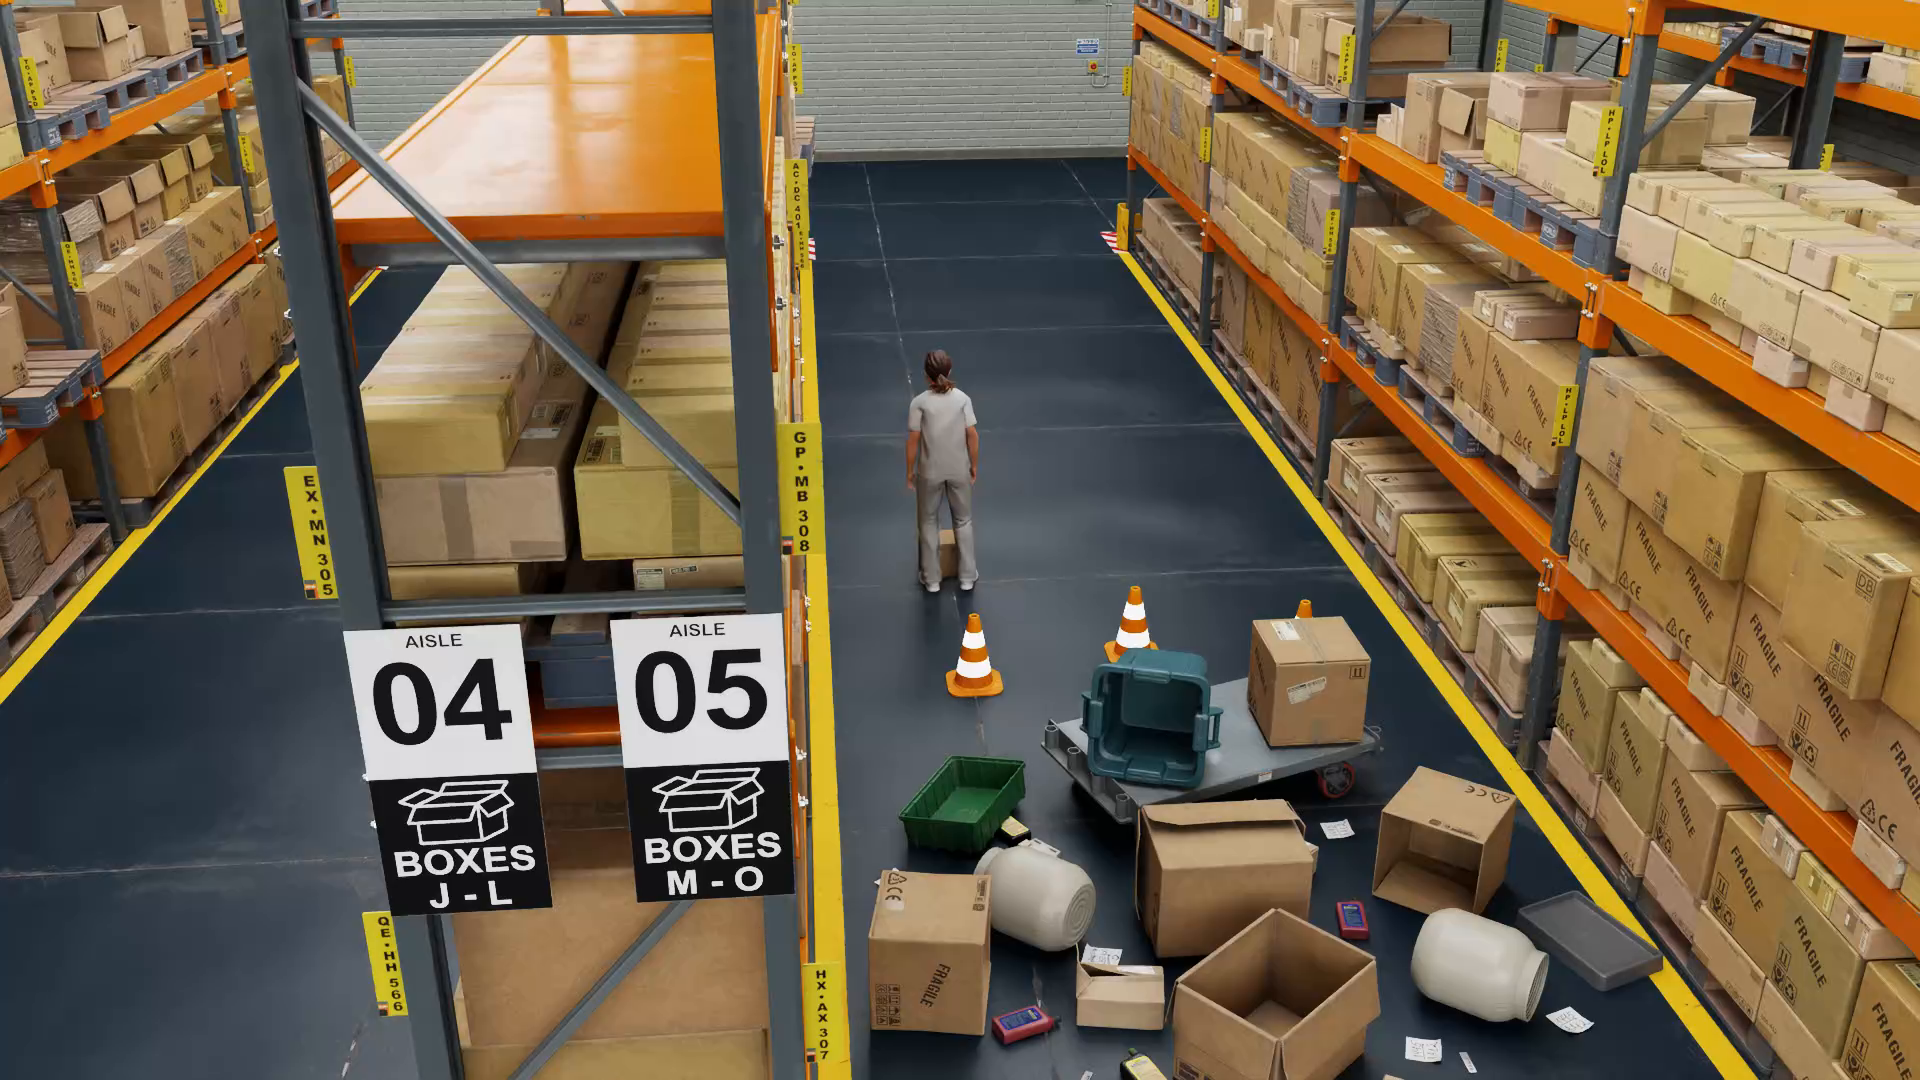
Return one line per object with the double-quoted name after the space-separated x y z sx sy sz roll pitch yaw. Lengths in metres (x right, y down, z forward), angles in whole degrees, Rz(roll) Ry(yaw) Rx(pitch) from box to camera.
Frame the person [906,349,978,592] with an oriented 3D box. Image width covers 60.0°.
-0.110 -0.455 11.136 0.514 1.671 0.362 -4 24 -9 "person"
